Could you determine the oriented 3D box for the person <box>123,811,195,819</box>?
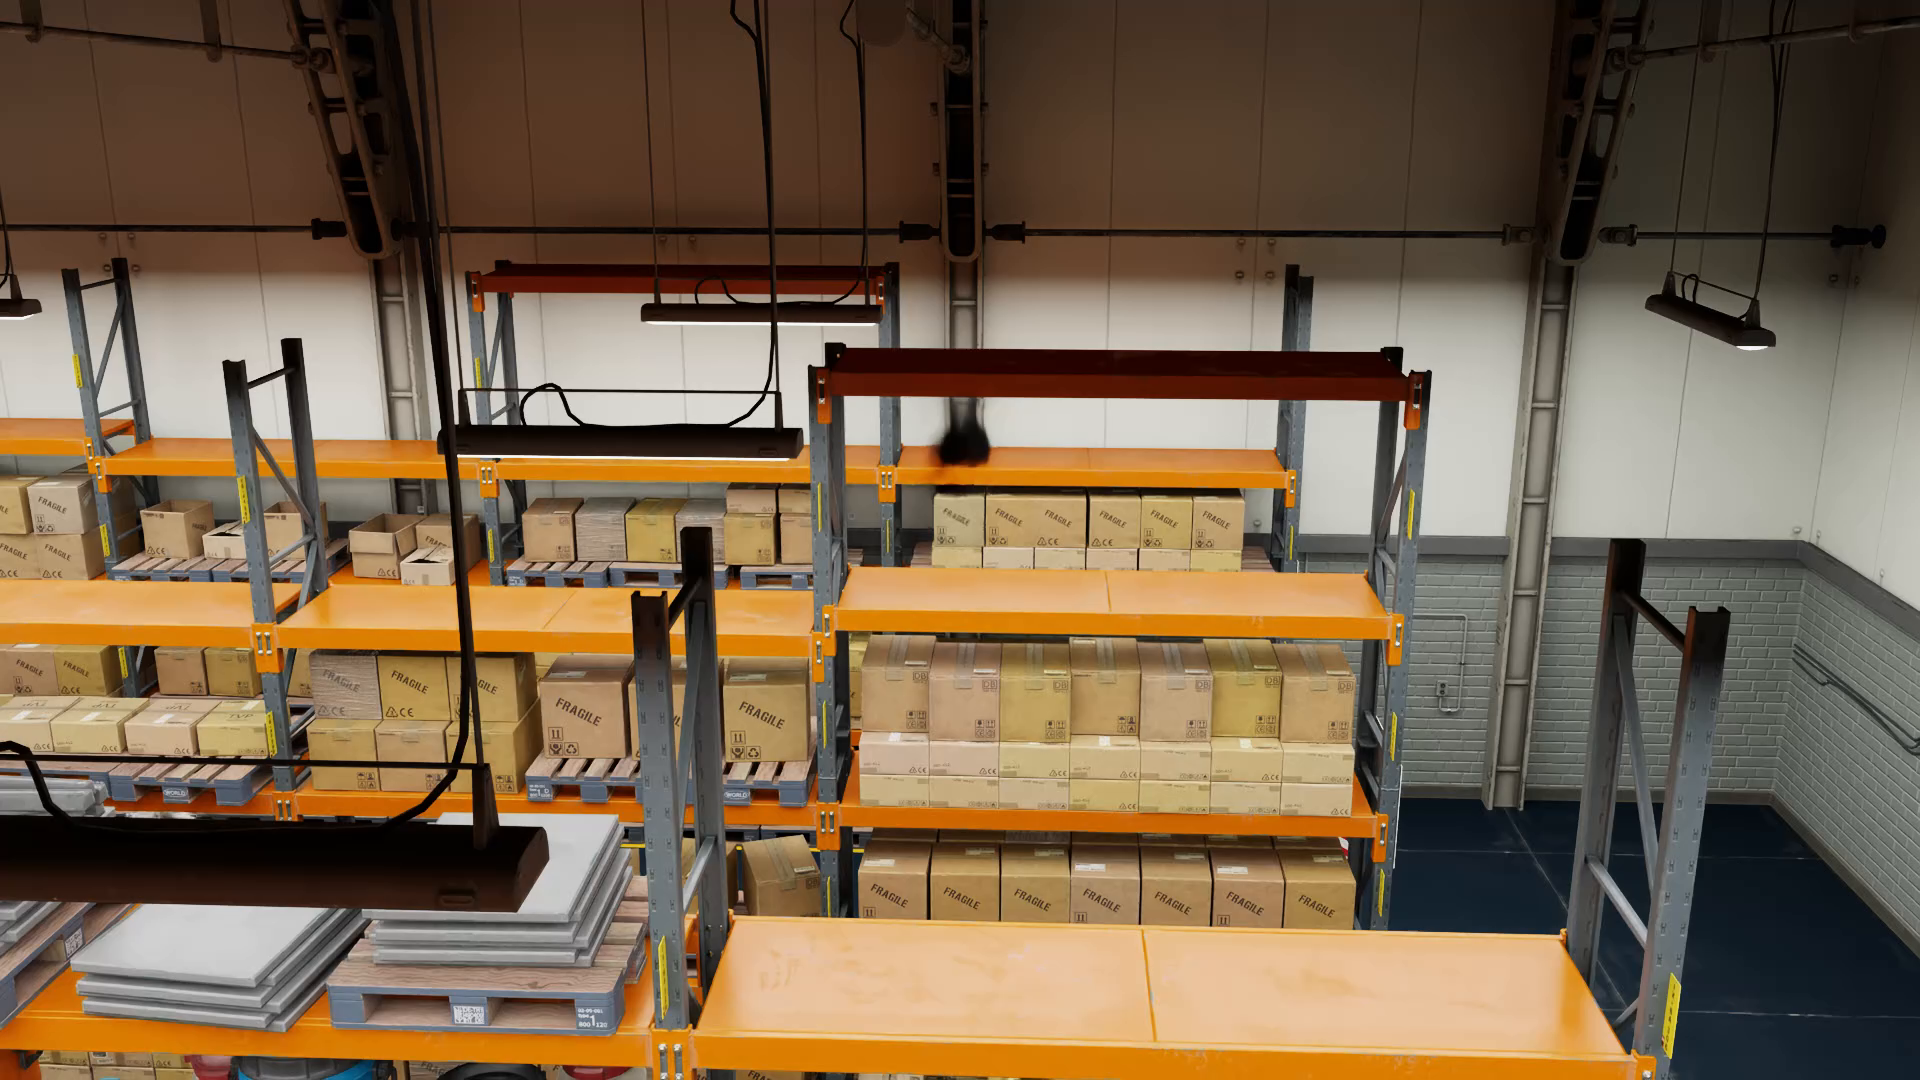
[{"bbox_3d":[-7.395,2.960,15.483,0.676,1.603,0.750,9,18,27],"label":"person"}]
